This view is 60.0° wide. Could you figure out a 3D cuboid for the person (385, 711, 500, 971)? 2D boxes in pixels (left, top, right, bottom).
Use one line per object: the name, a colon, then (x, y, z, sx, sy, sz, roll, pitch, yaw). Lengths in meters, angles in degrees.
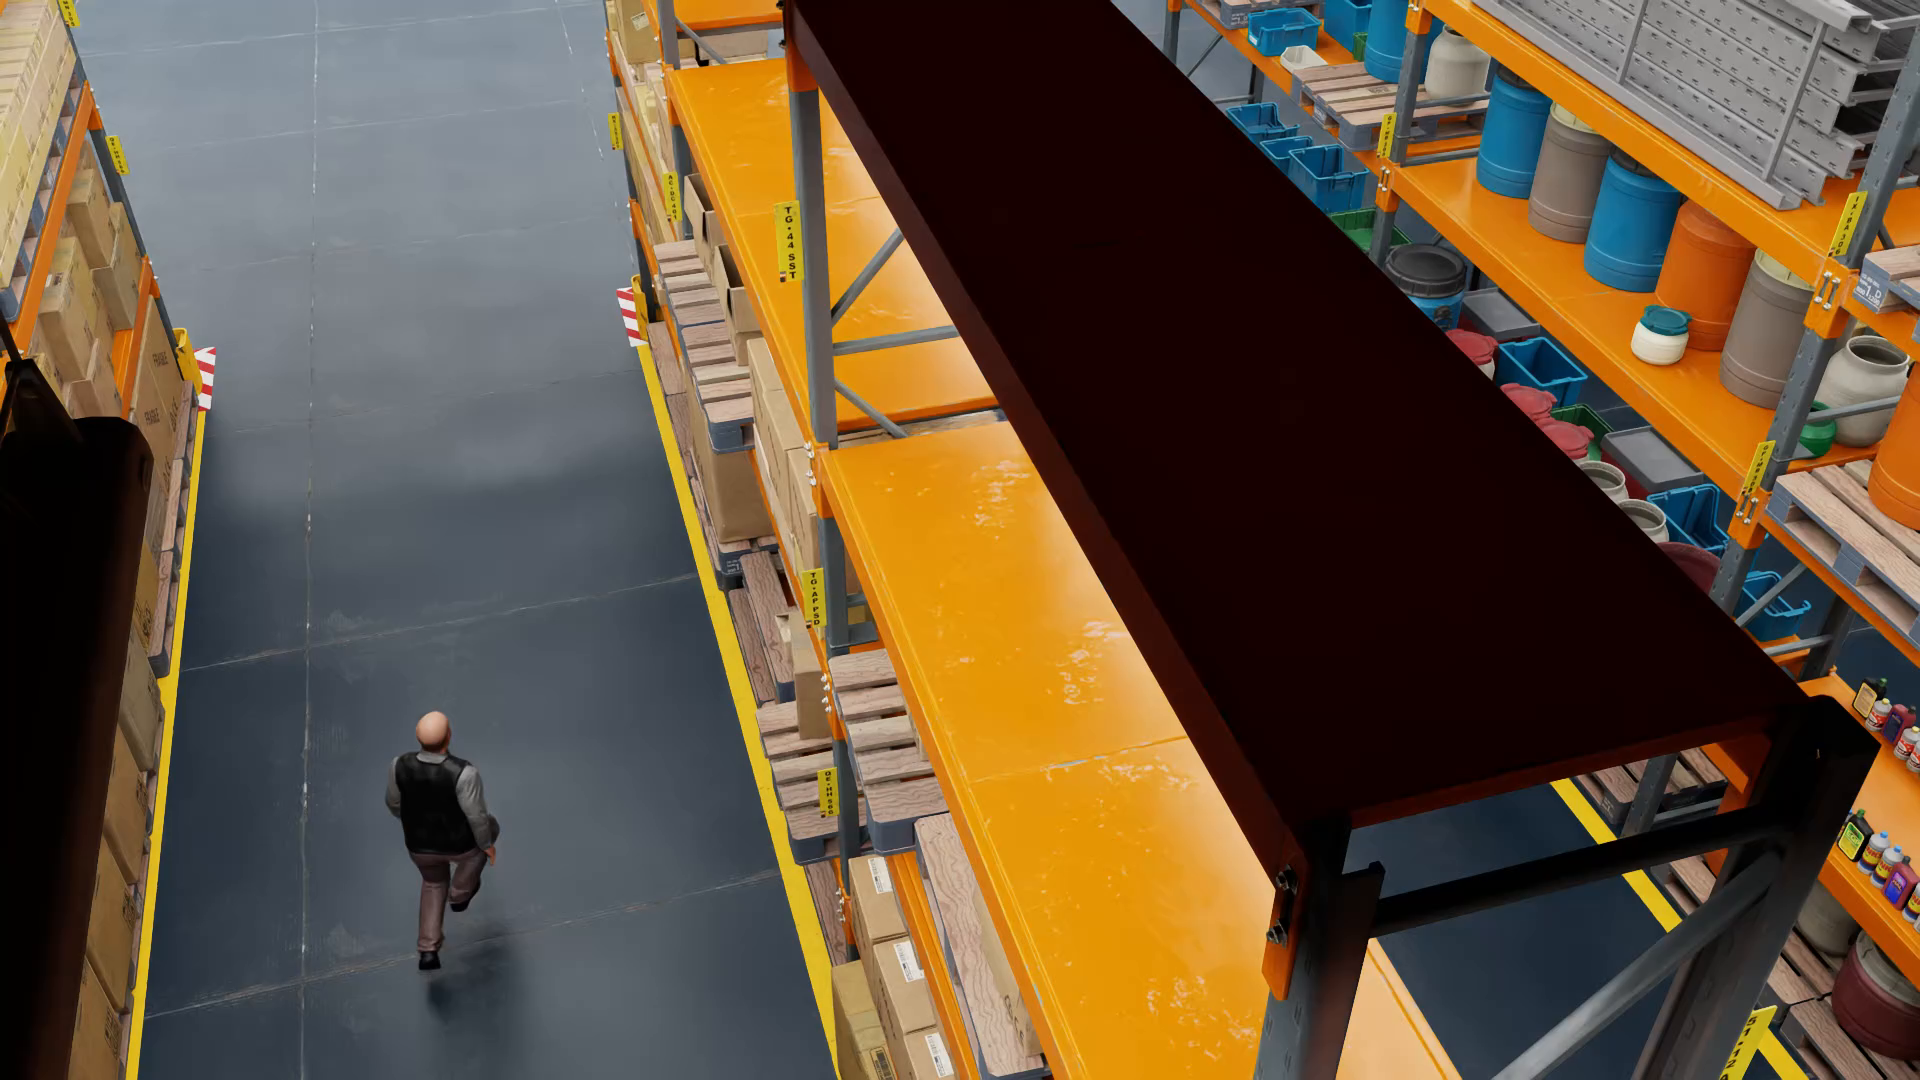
person: (-2.884, 1.681, 9.318, 0.598, 1.652, 0.811, 2, 38, 3)
